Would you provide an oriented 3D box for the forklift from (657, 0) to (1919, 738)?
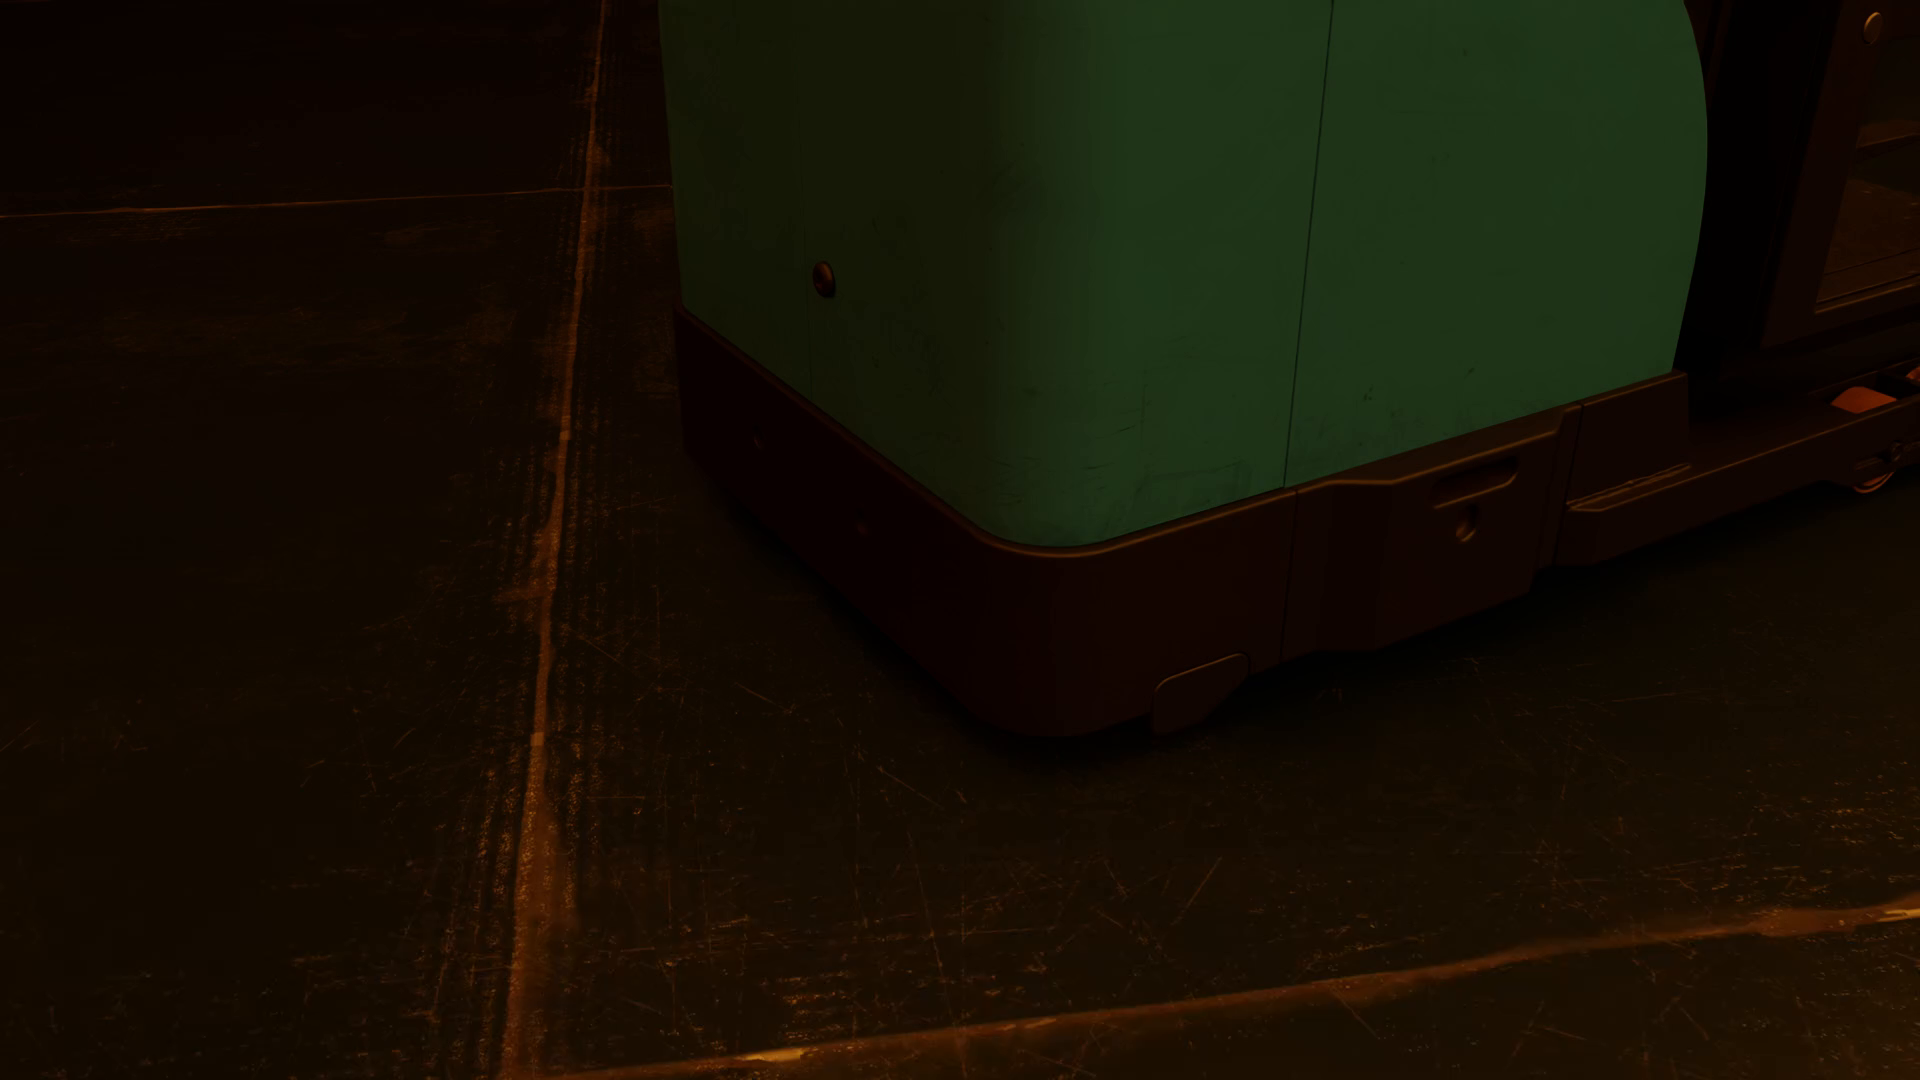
[{"bbox_3d":[1.091,-1.563,2.318,3.031,2.935,1.130,-16,32,-27],"label":"forklift"}]
